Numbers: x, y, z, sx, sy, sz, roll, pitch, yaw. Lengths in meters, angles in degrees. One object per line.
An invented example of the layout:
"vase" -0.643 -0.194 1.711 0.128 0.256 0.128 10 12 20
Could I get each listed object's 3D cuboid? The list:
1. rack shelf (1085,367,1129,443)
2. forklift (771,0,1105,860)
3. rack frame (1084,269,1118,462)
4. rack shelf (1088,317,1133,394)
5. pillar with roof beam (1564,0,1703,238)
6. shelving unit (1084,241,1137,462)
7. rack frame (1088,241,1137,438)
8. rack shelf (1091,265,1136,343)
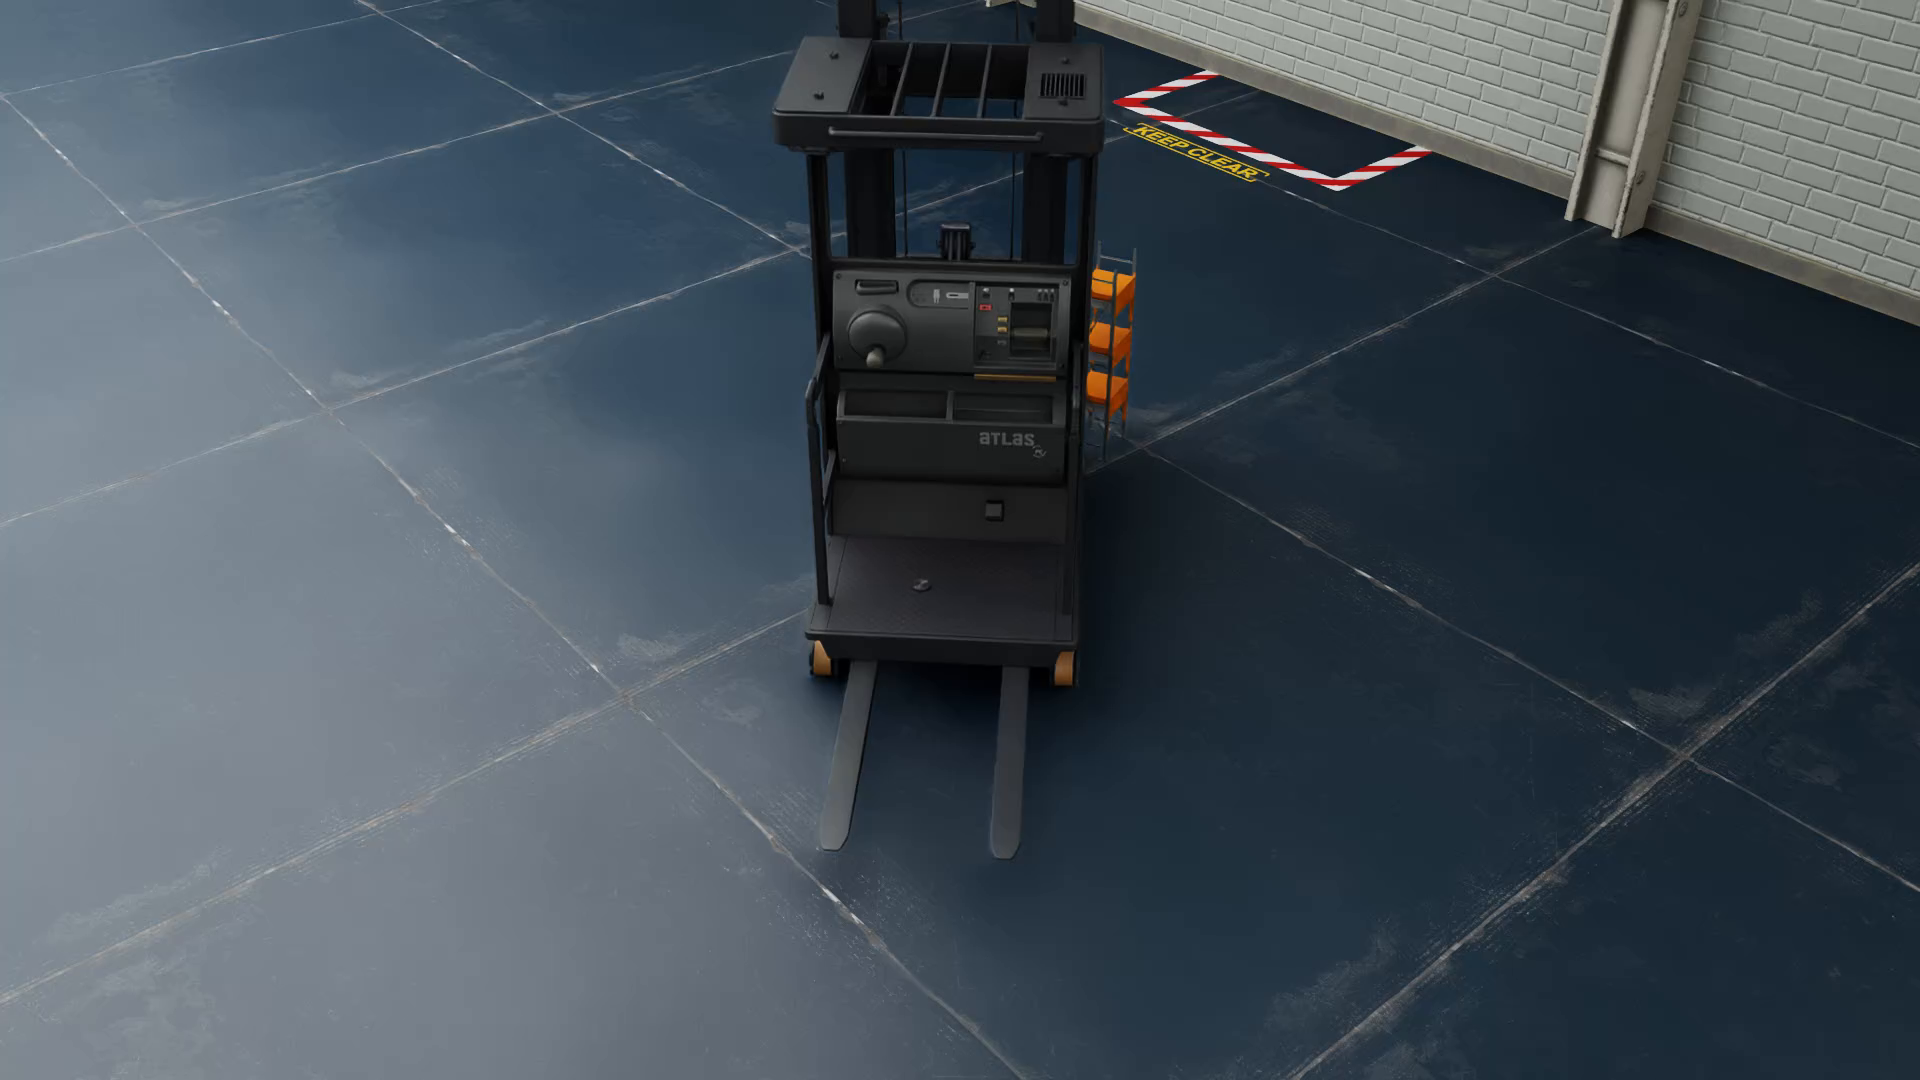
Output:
"rack shelf" 0.695 -0.675 8.294 0.215 0.259 0.240 16 38 22
"forklift" -0.046 -0.788 6.327 1.130 2.935 3.031 2 35 3
"rack frame" 0.640 -0.848 8.039 0.200 1.050 0.008 16 38 22
"rack shelf" 0.695 -0.902 8.134 0.215 0.259 0.240 16 38 22
"pillar with roof beam" 0.828 -4.098 5.750 9.100 9.000 0.400 -26 43 -32
"shelving unit" 0.695 -0.911 8.128 0.215 1.050 0.252 16 38 22
"rack frame" 0.750 -0.974 8.217 0.200 1.050 0.008 16 38 22
"rack shelf" 0.695 -1.134 7.970 0.215 0.259 0.240 16 38 22
